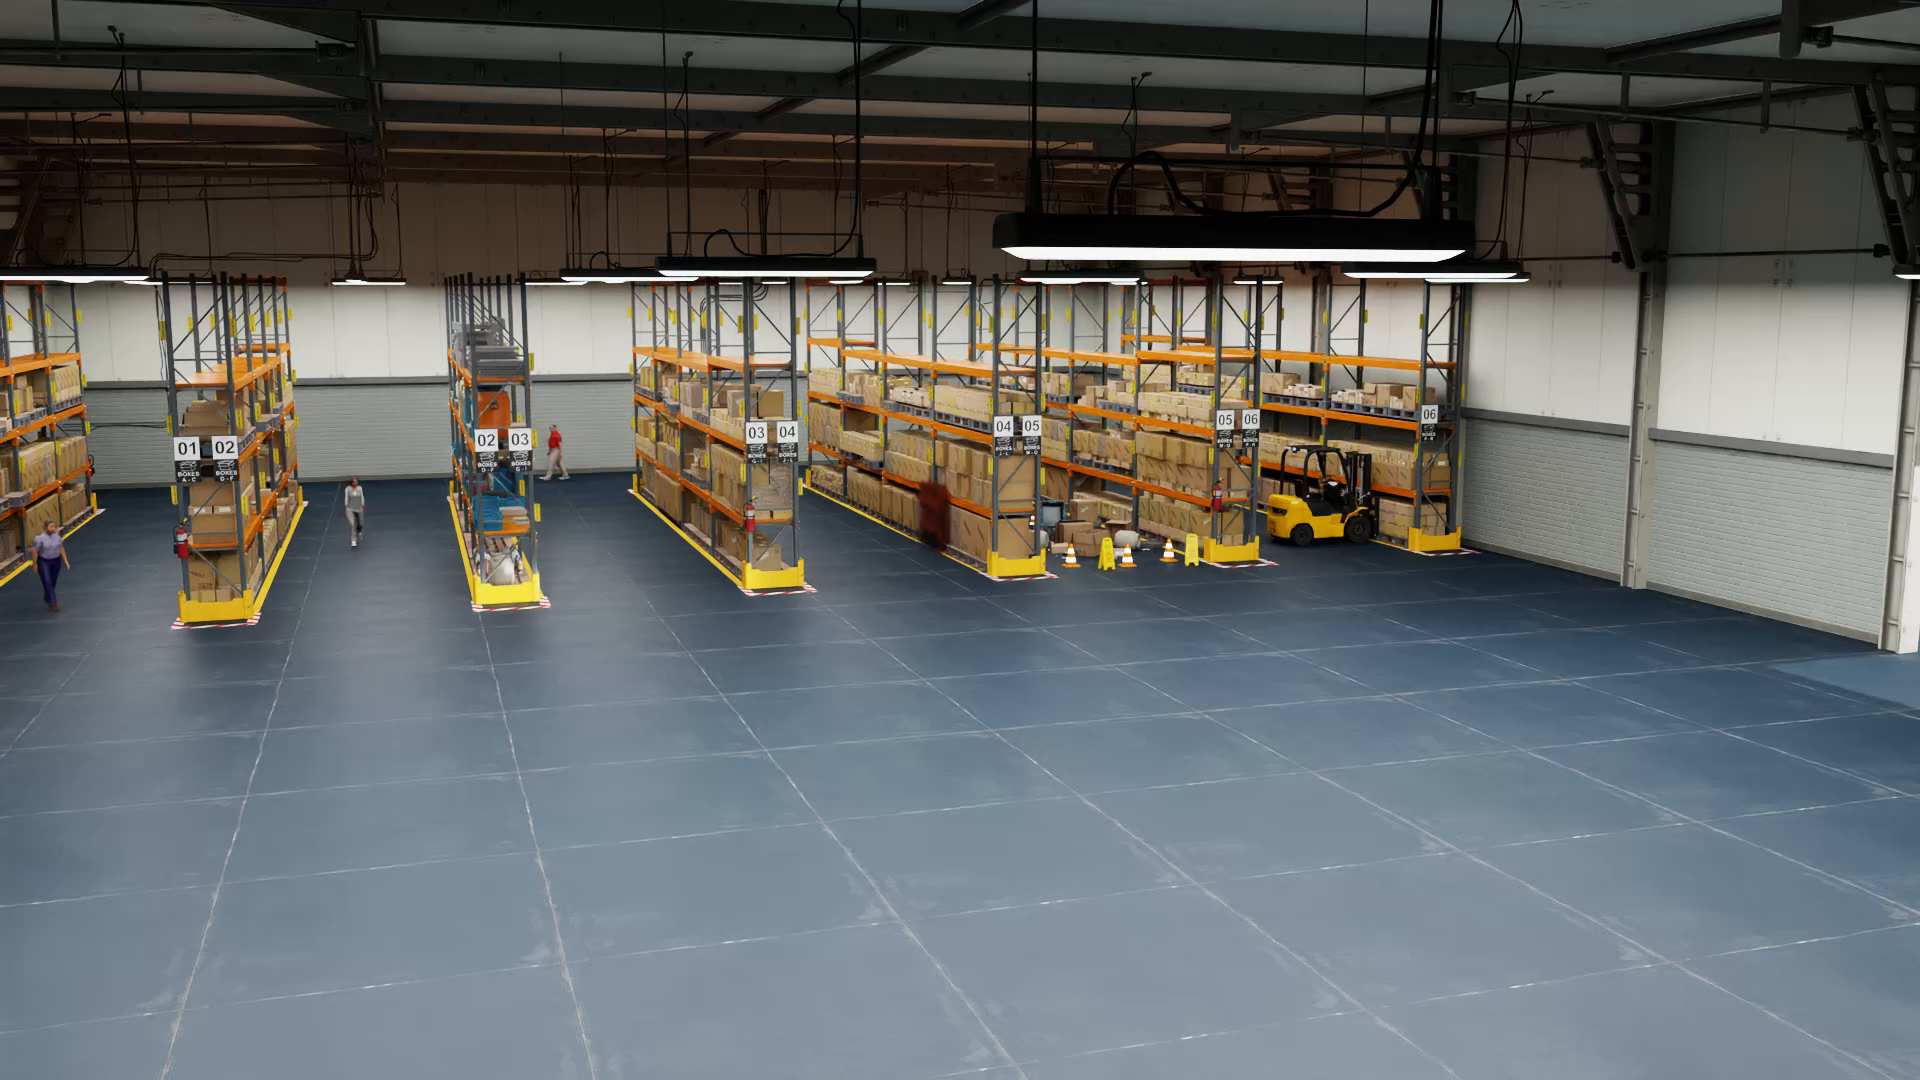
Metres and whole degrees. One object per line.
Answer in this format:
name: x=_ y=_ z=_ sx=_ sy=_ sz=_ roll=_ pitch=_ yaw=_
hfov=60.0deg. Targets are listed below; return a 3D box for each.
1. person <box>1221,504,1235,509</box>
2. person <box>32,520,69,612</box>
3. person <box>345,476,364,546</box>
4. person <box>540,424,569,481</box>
person: x=6.443 y=-1.074 z=39.560 sx=0.658 sy=1.715 sz=0.694 roll=-7 pitch=11 yaw=-38
person: x=-16.340 y=0.430 z=29.859 sx=0.996 sy=1.607 sz=0.544 roll=7 pitch=11 yaw=38
person: x=-13.571 y=-0.675 z=37.290 sx=0.415 sy=1.559 sz=0.768 roll=-3 pitch=9 yaw=-21
person: x=-12.177 y=-2.626 z=49.761 sx=0.928 sy=1.687 sz=0.552 roll=-5 pitch=10 yaw=-30
